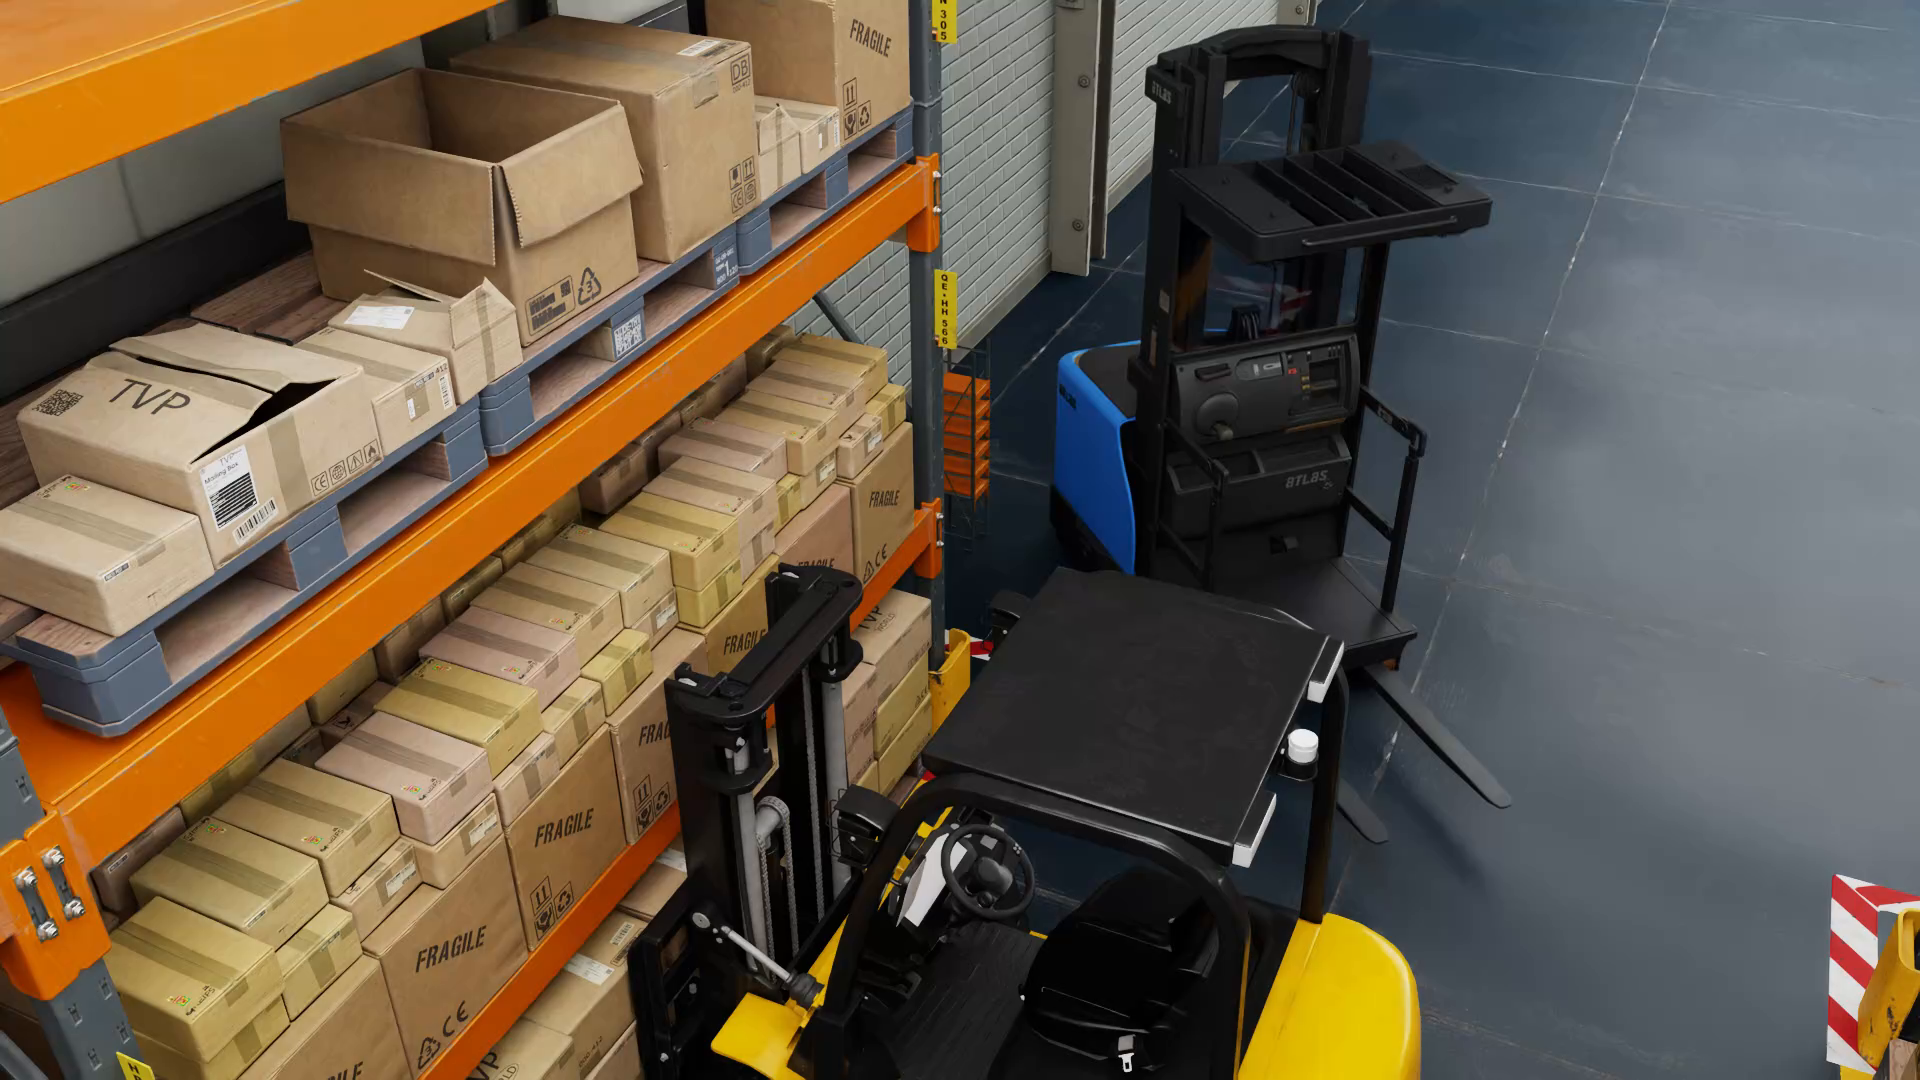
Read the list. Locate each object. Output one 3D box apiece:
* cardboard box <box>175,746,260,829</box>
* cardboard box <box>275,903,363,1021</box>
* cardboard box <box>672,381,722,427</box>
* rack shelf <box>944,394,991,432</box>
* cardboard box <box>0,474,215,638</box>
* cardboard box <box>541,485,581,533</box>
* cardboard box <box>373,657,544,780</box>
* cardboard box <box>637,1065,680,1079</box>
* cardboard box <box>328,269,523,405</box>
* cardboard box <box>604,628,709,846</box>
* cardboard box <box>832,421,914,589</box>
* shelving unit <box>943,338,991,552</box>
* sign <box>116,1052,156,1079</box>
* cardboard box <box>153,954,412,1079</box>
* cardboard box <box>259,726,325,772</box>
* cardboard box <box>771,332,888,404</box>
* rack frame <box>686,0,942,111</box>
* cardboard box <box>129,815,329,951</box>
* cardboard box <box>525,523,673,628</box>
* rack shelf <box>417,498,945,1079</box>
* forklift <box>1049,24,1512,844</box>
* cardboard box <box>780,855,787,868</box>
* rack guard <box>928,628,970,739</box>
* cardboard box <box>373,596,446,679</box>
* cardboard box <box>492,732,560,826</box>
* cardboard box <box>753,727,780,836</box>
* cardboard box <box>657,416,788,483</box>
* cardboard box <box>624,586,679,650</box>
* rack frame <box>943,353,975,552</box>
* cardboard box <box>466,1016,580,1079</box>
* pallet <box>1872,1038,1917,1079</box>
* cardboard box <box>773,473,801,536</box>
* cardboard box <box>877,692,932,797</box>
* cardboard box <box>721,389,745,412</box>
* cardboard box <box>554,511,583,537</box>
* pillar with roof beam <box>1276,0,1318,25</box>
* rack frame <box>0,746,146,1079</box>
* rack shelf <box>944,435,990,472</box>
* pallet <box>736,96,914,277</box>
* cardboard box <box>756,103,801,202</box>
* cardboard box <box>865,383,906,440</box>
[{"bbox_3d":[-2.118,0.631,4.467,0.380,0.149,0.250,14,36,20],"label":"cardboard box"},{"bbox_3d":[-1.739,1.006,4.166,0.380,0.149,0.250,15,36,22],"label":"cardboard box"},{"bbox_3d":[-1.117,-0.507,6.202,0.380,0.149,0.250,15,36,21],"label":"cardboard box"},{"bbox_3d":[0.006,-0.673,8.693,0.258,0.103,0.180,14,36,20],"label":"rack shelf"},{"bbox_3d":[-1.755,0.026,3.362,0.380,0.149,0.250,15,36,21],"label":"cardboard box"},{"bbox_3d":[-1.521,-0.142,5.646,0.380,0.149,0.250,13,36,19],"label":"cardboard box"},{"bbox_3d":[-1.405,0.499,4.668,0.380,0.149,0.250,14,36,20],"label":"cardboard box"},{"bbox_3d":[-1.316,1.840,5.701,0.500,0.250,0.500,15,36,21],"label":"cardboard box"},{"bbox_3d":[-1.322,-0.538,4.117,0.396,0.266,0.258,13,36,19],"label":"cardboard box"},{"bbox_3d":[-1.152,0.583,5.403,0.500,0.500,0.500,14,36,21],"label":"cardboard box"},{"bbox_3d":[-0.512,-0.182,6.569,0.500,0.500,0.500,13,36,19],"label":"cardboard box"},{"bbox_3d":[0.006,-0.509,8.800,0.258,1.200,0.189,14,36,20],"label":"shelving unit"},{"bbox_3d":[-1.722,1.216,3.545,0.100,0.325,0.005,14,36,20],"label":"sign"},{"bbox_3d":[-1.796,1.344,4.242,0.500,0.500,0.500,13,35,19],"label":"cardboard box"},{"bbox_3d":[-2.052,0.614,4.763,0.380,0.149,0.250,14,36,21],"label":"cardboard box"},{"bbox_3d":[-0.504,-0.656,6.429,0.380,0.149,0.250,14,36,21],"label":"cardboard box"},{"bbox_3d":[-0.545,-2.954,5.417,1.000,3.000,0.127,14,36,20],"label":"rack frame"},{"bbox_3d":[-1.804,0.864,4.112,0.380,0.149,0.250,15,36,21],"label":"cardboard box"},{"bbox_3d":[-1.140,0.109,5.262,0.380,0.149,0.250,15,36,21],"label":"cardboard box"},{"bbox_3d":[-1.382,0.852,5.740,1.077,0.370,4.000,14,36,20],"label":"rack shelf"},{"bbox_3d":[1.485,-0.636,7.415,1.130,2.935,3.031,-12,35,-17],"label":"forklift"},{"bbox_3d":[-0.881,1.143,6.308,0.500,0.250,0.500,13,36,19],"label":"cardboard box"},{"bbox_3d":[-0.535,0.588,7.766,1.175,0.500,0.348,14,36,20],"label":"rack guard"},{"bbox_3d":[-1.794,0.251,5.046,0.380,0.149,0.250,14,36,20],"label":"cardboard box"},{"bbox_3d":[-1.374,0.634,4.734,0.380,0.149,0.250,14,36,20],"label":"cardboard box"},{"bbox_3d":[-0.865,0.921,6.191,0.500,0.250,0.500,15,36,21],"label":"cardboard box"},{"bbox_3d":[-0.835,-0.282,5.860,0.380,0.149,0.250,14,36,21],"label":"cardboard box"},{"bbox_3d":[-1.136,0.227,5.354,0.380,0.149,0.250,14,36,20],"label":"cardboard box"},{"bbox_3d":[-0.032,-0.463,8.731,0.240,1.200,0.006,14,36,20],"label":"rack frame"},{"bbox_3d":[-1.508,1.682,5.031,0.500,0.250,0.500,14,36,21],"label":"cardboard box"},{"bbox_3d":[3.561,2.292,5.430,1.003,0.211,1.213,14,36,20],"label":"pallet"},{"bbox_3d":[-0.794,-0.151,5.931,0.380,0.149,0.250,14,36,20],"label":"cardboard box"},{"bbox_3d":[-0.455,0.836,7.233,0.500,0.250,0.500,14,36,21],"label":"cardboard box"},{"bbox_3d":[-0.968,-0.511,6.480,0.380,0.149,0.250,14,36,20],"label":"cardboard box"},{"bbox_3d":[-1.525,-0.025,5.738,0.380,0.149,0.250,15,36,22],"label":"cardboard box"},{"bbox_3d":[7.276,-7.803,12.812,9.100,9.000,0.400,14,36,20],"label":"pillar with roof beam"},{"bbox_3d":[-2.219,1.547,4.024,1.000,3.000,0.127,14,36,20],"label":"rack frame"},{"bbox_3d":[0.006,-0.472,8.825,0.258,0.103,0.180,14,36,20],"label":"rack shelf"},{"bbox_3d":[-0.864,-1.316,5.736,1.003,0.211,1.213,14,36,20],"label":"pallet"},{"bbox_3d":[-0.722,-1.252,5.205,0.396,0.266,0.258,14,36,21],"label":"cardboard box"},{"bbox_3d":[-0.436,-0.521,6.495,0.380,0.149,0.250,15,36,21],"label":"cardboard box"}]
